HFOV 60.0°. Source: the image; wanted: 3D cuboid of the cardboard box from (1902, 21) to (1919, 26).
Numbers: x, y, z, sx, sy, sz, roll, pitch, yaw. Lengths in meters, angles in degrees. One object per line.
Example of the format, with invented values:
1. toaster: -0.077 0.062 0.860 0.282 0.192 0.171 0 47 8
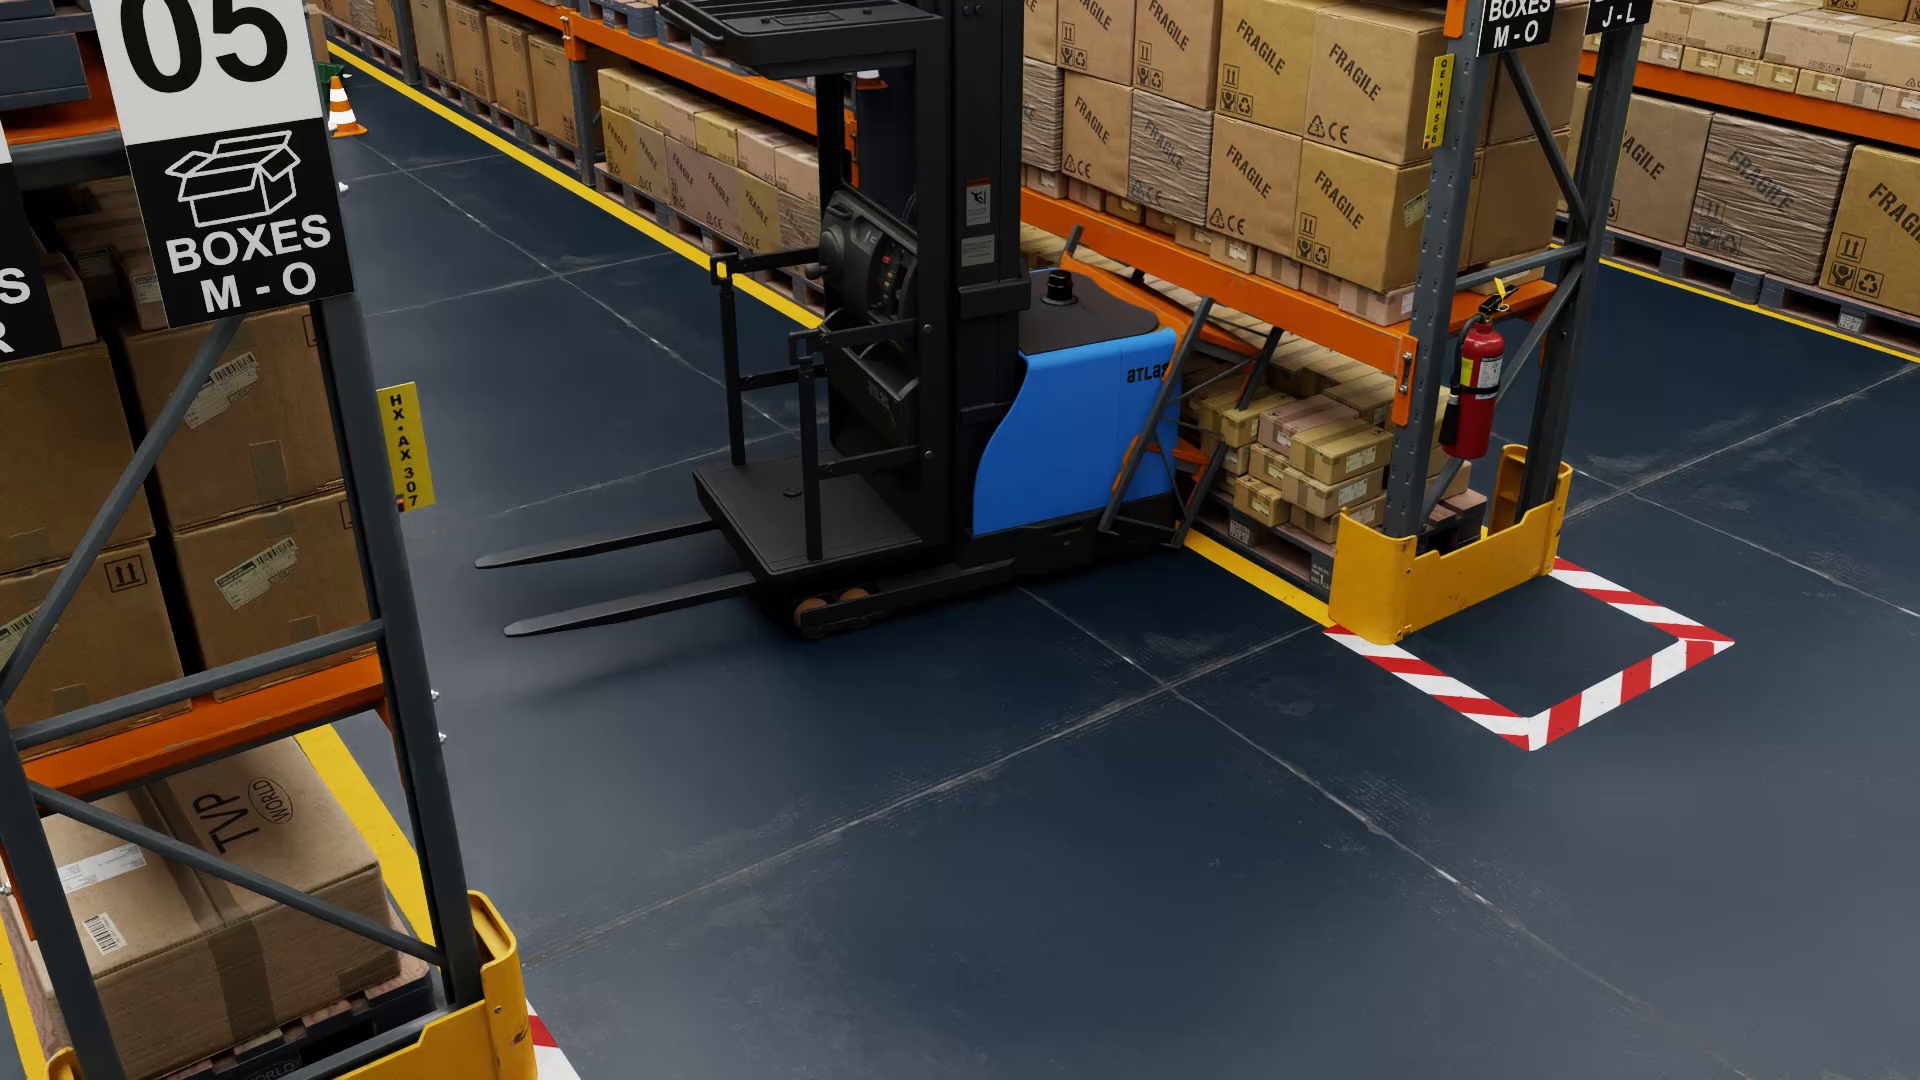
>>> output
1. cardboard box: 5.909 -2.924 9.837 0.500 0.250 0.500 -19 34 -31

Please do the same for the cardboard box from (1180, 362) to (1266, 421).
1. cardboard box: 1.210 -0.690 7.802 0.380 0.149 0.250 -20 34 -33

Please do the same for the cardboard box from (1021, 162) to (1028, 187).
1. cardboard box: 0.406 -1.916 8.398 0.380 0.149 0.250 -18 33 -30

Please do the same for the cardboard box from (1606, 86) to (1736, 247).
1. cardboard box: 4.794 -2.575 11.135 0.875 0.875 0.875 -19 34 -31

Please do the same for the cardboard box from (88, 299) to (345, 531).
1. cardboard box: -1.845 -0.403 4.197 0.500 0.500 0.500 -20 34 -32

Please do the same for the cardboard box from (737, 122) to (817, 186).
1. cardboard box: -1.070 -2.458 10.526 0.500 0.250 0.500 -17 33 -28

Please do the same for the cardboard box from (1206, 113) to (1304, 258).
1. cardboard box: 1.410 -1.544 7.033 0.500 0.500 0.500 -19 34 -31

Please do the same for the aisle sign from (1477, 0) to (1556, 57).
1. aisle sign: 1.973 -2.095 5.741 0.394 0.787 0.004 -19 34 -31

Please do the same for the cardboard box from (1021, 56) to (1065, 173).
1. cardboard box: 0.493 -2.135 8.122 0.500 0.500 0.500 -20 34 -32

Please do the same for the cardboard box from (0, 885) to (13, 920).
1. cardboard box: -2.800 0.704 5.554 0.875 0.438 0.875 -18 33 -29

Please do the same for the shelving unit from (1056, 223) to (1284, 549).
1. shelving unit: 0.775 -0.724 7.732 0.538 1.125 1.048 11 20 -37

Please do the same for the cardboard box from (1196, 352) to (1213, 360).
1. cardboard box: 1.271 -0.895 8.490 0.380 0.149 0.250 -17 33 -28

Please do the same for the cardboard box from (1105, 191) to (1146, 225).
1. cardboard box: 0.913 -1.626 7.864 0.380 0.149 0.250 -18 33 -30

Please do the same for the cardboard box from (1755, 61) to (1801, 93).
1. cardboard box: 5.055 -2.832 10.085 0.380 0.149 0.250 -19 34 -30

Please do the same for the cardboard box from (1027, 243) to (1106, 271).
1. cardboard box: 0.604 -1.563 9.409 0.380 0.149 0.250 -19 34 -31

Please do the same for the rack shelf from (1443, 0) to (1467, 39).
1. rack shelf: 1.015 -2.844 7.454 1.077 0.370 4.000 -19 34 -31

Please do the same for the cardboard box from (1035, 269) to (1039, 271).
1. cardboard box: 0.354 -1.318 8.957 0.380 0.149 0.250 -20 34 -32

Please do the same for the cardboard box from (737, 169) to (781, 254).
1. cardboard box: -1.077 -2.123 10.695 0.500 0.500 0.500 -20 34 -32

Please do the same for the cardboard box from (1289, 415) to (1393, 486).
1. cardboard box: 1.662 -0.393 7.254 0.380 0.149 0.250 -18 33 -30

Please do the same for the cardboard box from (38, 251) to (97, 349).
1. cardboard box: -2.170 -0.507 3.708 0.380 0.149 0.250 -18 33 -30

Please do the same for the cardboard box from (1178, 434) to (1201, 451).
1. cardboard box: 1.231 -0.434 7.953 0.380 0.149 0.250 -18 33 -30

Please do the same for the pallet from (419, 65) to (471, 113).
1. pallet: -4.276 -4.225 15.308 1.003 0.211 1.213 -19 34 -31

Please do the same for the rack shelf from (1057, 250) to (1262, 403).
1. rack shelf: 0.887 -0.982 7.653 0.538 0.278 1.000 11 20 -37

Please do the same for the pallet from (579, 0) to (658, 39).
1. pallet: -1.965 -3.842 11.883 1.213 0.211 1.003 -19 34 -31

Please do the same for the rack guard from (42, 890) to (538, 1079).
1. rack guard: -1.784 1.453 4.550 1.175 0.500 0.348 -19 34 -31

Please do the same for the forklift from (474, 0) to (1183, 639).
1. forklift: -0.568 -1.161 6.817 3.031 2.935 1.130 -13 31 -22

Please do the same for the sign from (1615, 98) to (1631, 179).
1. sign: 2.617 -1.595 6.637 0.100 0.325 0.005 -19 34 -31

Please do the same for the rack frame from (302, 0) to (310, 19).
1. rack frame: -1.798 -2.291 2.539 1.000 3.000 0.127 -19 34 -31

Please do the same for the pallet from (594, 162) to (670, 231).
1. pallet: -2.013 -2.645 12.398 1.003 0.211 1.213 -19 34 -31

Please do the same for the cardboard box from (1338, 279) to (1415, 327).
1. cardboard box: 1.756 -1.002 6.716 0.380 0.149 0.250 -19 34 -31

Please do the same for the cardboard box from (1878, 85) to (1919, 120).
1. cardboard box: 5.502 -2.534 9.536 0.380 0.149 0.250 -19 34 -31

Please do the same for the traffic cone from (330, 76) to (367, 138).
1. traffic cone: -5.238 -3.675 14.032 0.336 0.463 0.334 -19 34 -31

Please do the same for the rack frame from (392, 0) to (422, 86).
1. rack frame: -4.785 -5.729 15.156 1.000 3.000 0.127 -19 34 -31

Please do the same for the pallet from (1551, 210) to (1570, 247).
1. pallet: 4.331 -2.410 11.967 1.003 0.211 1.213 -19 34 -31

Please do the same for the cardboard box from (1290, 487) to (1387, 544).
1. cardboard box: 1.700 -0.143 7.417 0.380 0.149 0.250 -18 33 -30

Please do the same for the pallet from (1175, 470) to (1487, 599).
1. pallet: 1.689 -0.194 7.886 1.003 0.211 1.213 -19 34 -31

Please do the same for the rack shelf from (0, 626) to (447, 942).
1. rack shelf: -2.958 -0.116 5.574 1.077 0.370 4.000 -19 34 -31

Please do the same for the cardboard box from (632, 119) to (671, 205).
1. cardboard box: -1.968 -2.720 11.795 0.500 0.500 0.500 -18 33 -30

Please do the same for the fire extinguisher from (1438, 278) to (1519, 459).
1. fire extinguisher: 1.945 -0.641 6.258 0.296 0.674 0.183 -19 34 -31

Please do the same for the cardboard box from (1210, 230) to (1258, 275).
1. cardboard box: 1.317 -1.295 7.255 0.380 0.149 0.250 -18 33 -29

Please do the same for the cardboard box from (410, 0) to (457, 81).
1. cardboard box: -4.352 -4.709 15.195 1.050 0.750 0.750 -19 34 -31

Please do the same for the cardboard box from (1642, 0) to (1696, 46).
1. cardboard box: 4.603 -3.368 10.654 0.500 0.250 0.500 -18 33 -29

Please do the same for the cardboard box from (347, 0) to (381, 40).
1. cardboard box: -5.619 -5.593 16.692 0.875 0.875 0.875 -19 34 -30

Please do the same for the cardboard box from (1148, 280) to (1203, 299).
1. cardboard box: 1.090 -1.259 8.850 0.380 0.149 0.250 -20 34 -32

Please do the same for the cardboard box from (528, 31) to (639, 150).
1. cardboard box: -2.745 -3.632 13.211 1.050 0.750 0.750 -19 34 -31

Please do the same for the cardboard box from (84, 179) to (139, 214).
1. cardboard box: -2.046 -0.853 4.345 0.380 0.149 0.250 -18 33 -29

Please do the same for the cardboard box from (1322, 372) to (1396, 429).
1. cardboard box: 1.890 -0.629 7.689 0.380 0.149 0.250 -18 33 -30

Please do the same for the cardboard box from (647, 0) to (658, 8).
1. cardboard box: -1.900 -3.705 11.252 0.380 0.149 0.250 -17 33 -28

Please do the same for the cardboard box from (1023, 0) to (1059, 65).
1. cardboard box: 0.498 -2.589 7.909 0.500 0.500 0.500 -18 33 -30

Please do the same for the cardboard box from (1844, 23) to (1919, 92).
1. cardboard box: 5.483 -2.775 9.562 0.500 0.250 0.500 -19 34 -31

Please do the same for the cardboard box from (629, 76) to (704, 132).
1. cardboard box: -1.968 -3.058 11.630 0.500 0.250 0.500 -19 34 -31

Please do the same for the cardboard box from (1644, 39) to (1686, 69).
1. cardboard box: 4.607 -3.132 10.637 0.380 0.149 0.250 -18 33 -30

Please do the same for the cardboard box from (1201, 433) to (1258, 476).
1. cardboard box: 1.334 -0.454 7.679 0.380 0.149 0.250 -20 35 -33

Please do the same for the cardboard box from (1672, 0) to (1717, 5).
1. cardboard box: 4.608 -3.696 10.472 0.500 0.500 0.500 -20 34 -32

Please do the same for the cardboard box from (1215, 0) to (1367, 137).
1. cardboard box: 1.413 -1.984 6.796 0.500 0.500 0.500 -20 34 -32

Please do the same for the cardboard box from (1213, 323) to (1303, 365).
1. cardboard box: 1.484 -0.946 8.273 0.380 0.149 0.250 -17 33 -29

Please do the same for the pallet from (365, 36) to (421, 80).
1. pallet: -5.163 -4.821 16.406 1.003 0.211 1.213 -19 34 -31

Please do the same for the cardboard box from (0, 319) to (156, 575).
1. cardboard box: -2.272 -0.259 3.932 0.500 0.500 0.500 -18 33 -29
